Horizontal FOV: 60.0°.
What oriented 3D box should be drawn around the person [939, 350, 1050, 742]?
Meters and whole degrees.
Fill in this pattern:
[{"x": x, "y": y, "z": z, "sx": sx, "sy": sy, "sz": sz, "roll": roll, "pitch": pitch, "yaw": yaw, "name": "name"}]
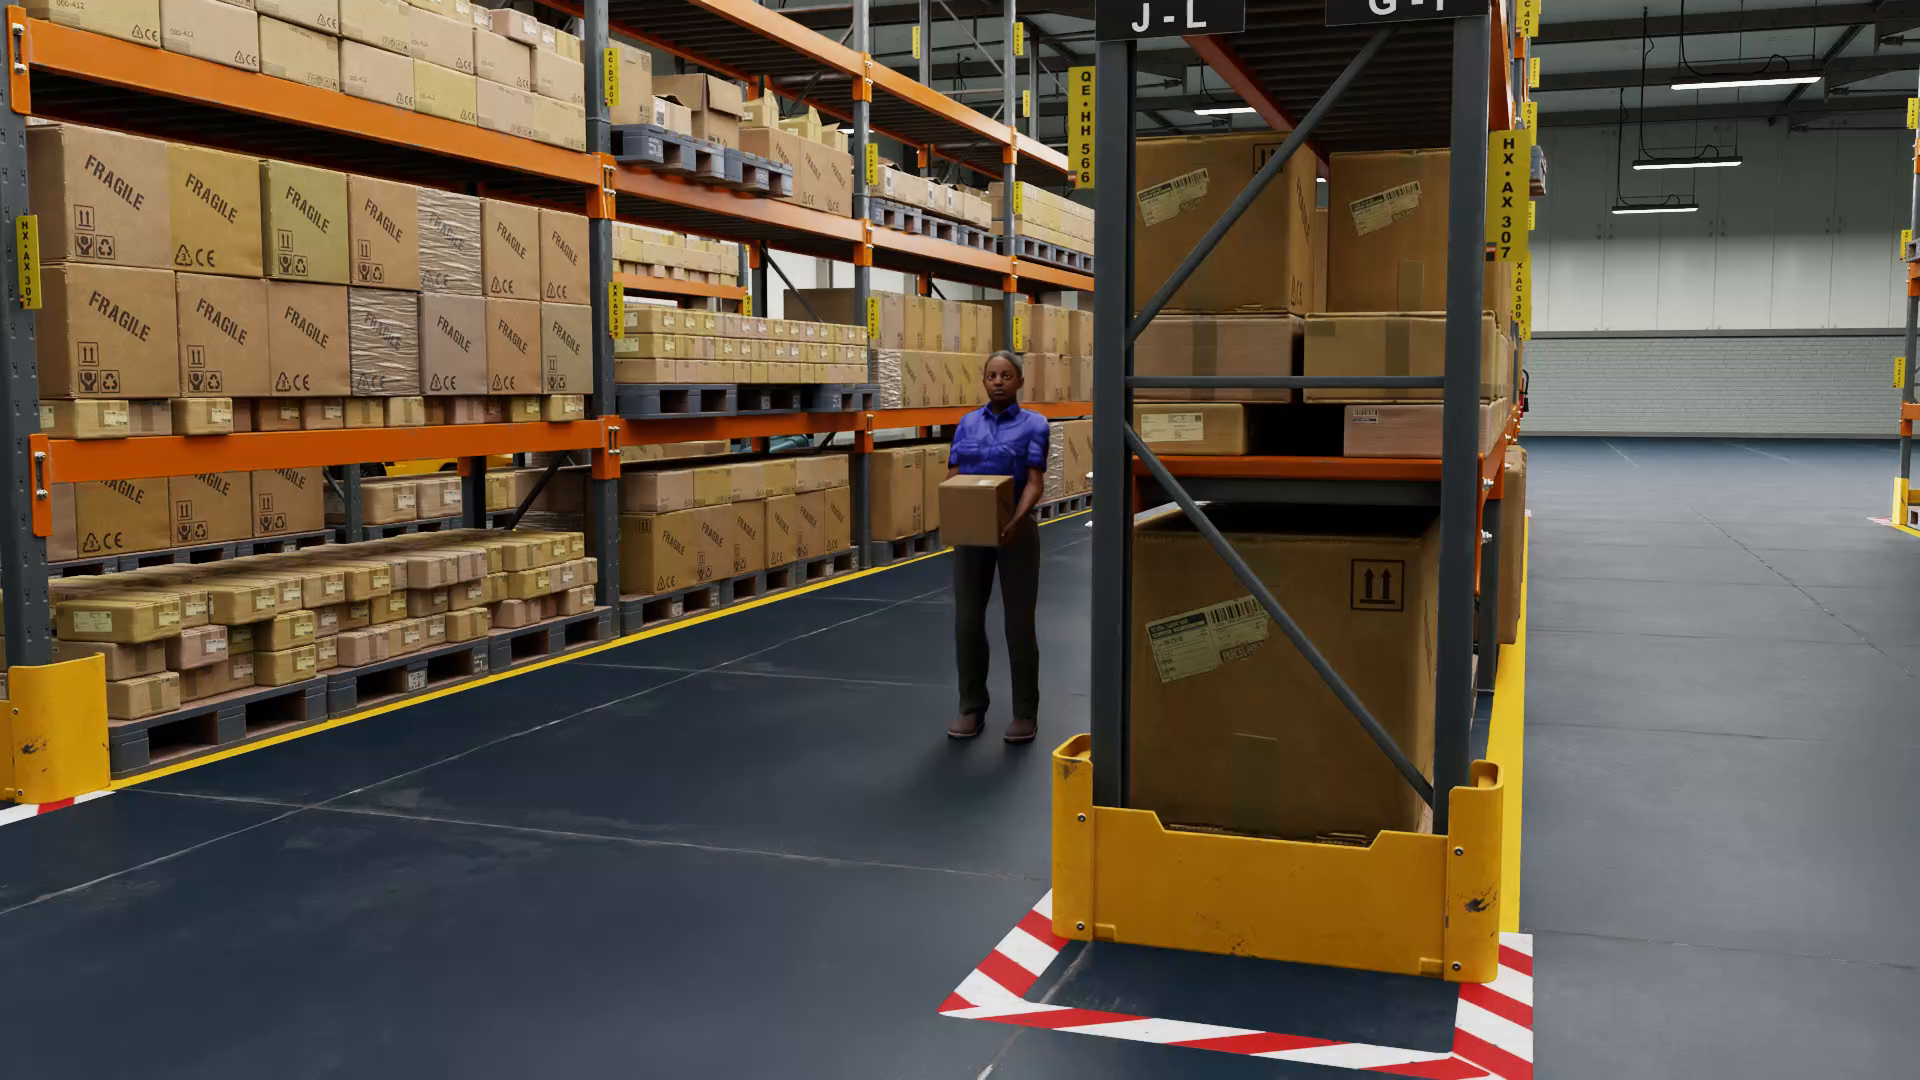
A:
[{"x": 0.128, "y": 0.027, "z": 7.035, "sx": 0.448, "sy": 1.655, "sz": 0.505, "roll": 2, "pitch": 6, "yaw": 19, "name": "person"}]
